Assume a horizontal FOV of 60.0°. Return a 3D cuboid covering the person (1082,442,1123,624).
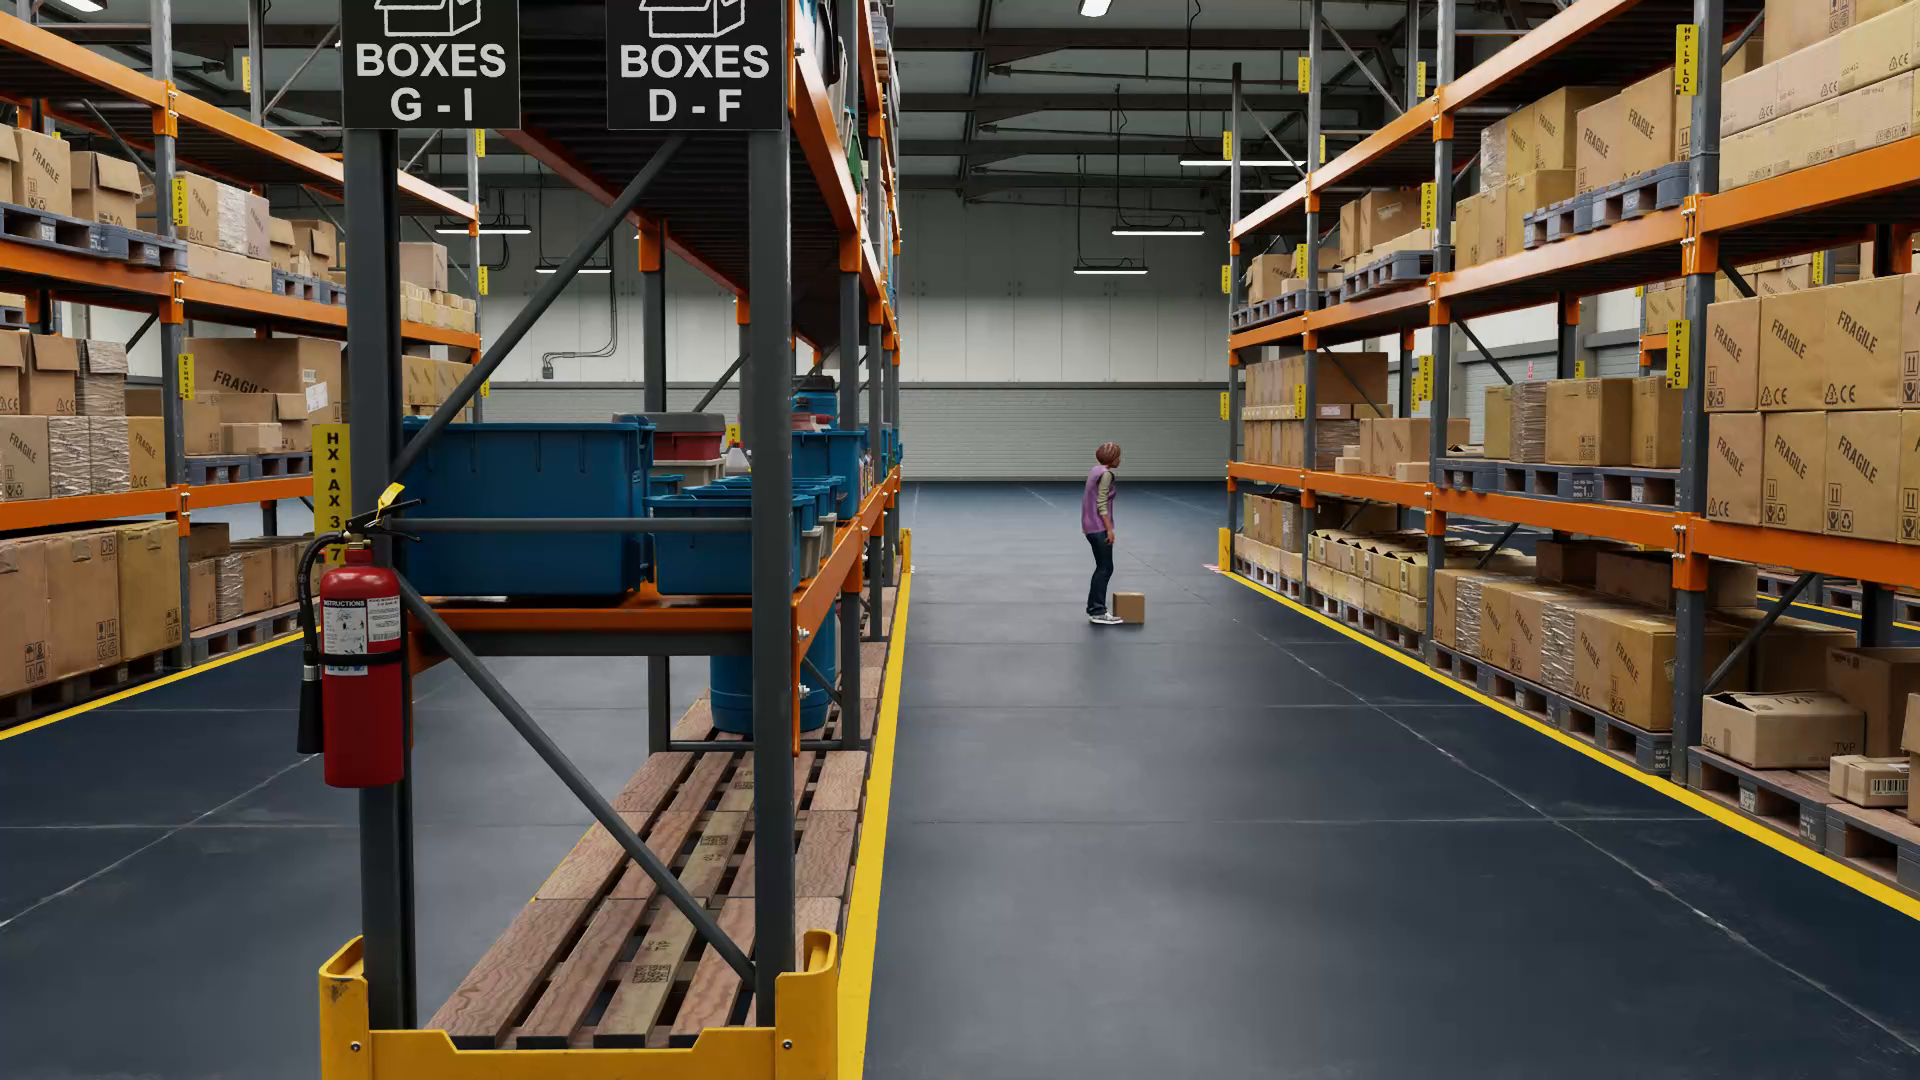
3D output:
[{"bbox_3d":[1.258,-0.068,14.723,0.343,1.593,0.480,0,4,-3],"label":"person"}]
